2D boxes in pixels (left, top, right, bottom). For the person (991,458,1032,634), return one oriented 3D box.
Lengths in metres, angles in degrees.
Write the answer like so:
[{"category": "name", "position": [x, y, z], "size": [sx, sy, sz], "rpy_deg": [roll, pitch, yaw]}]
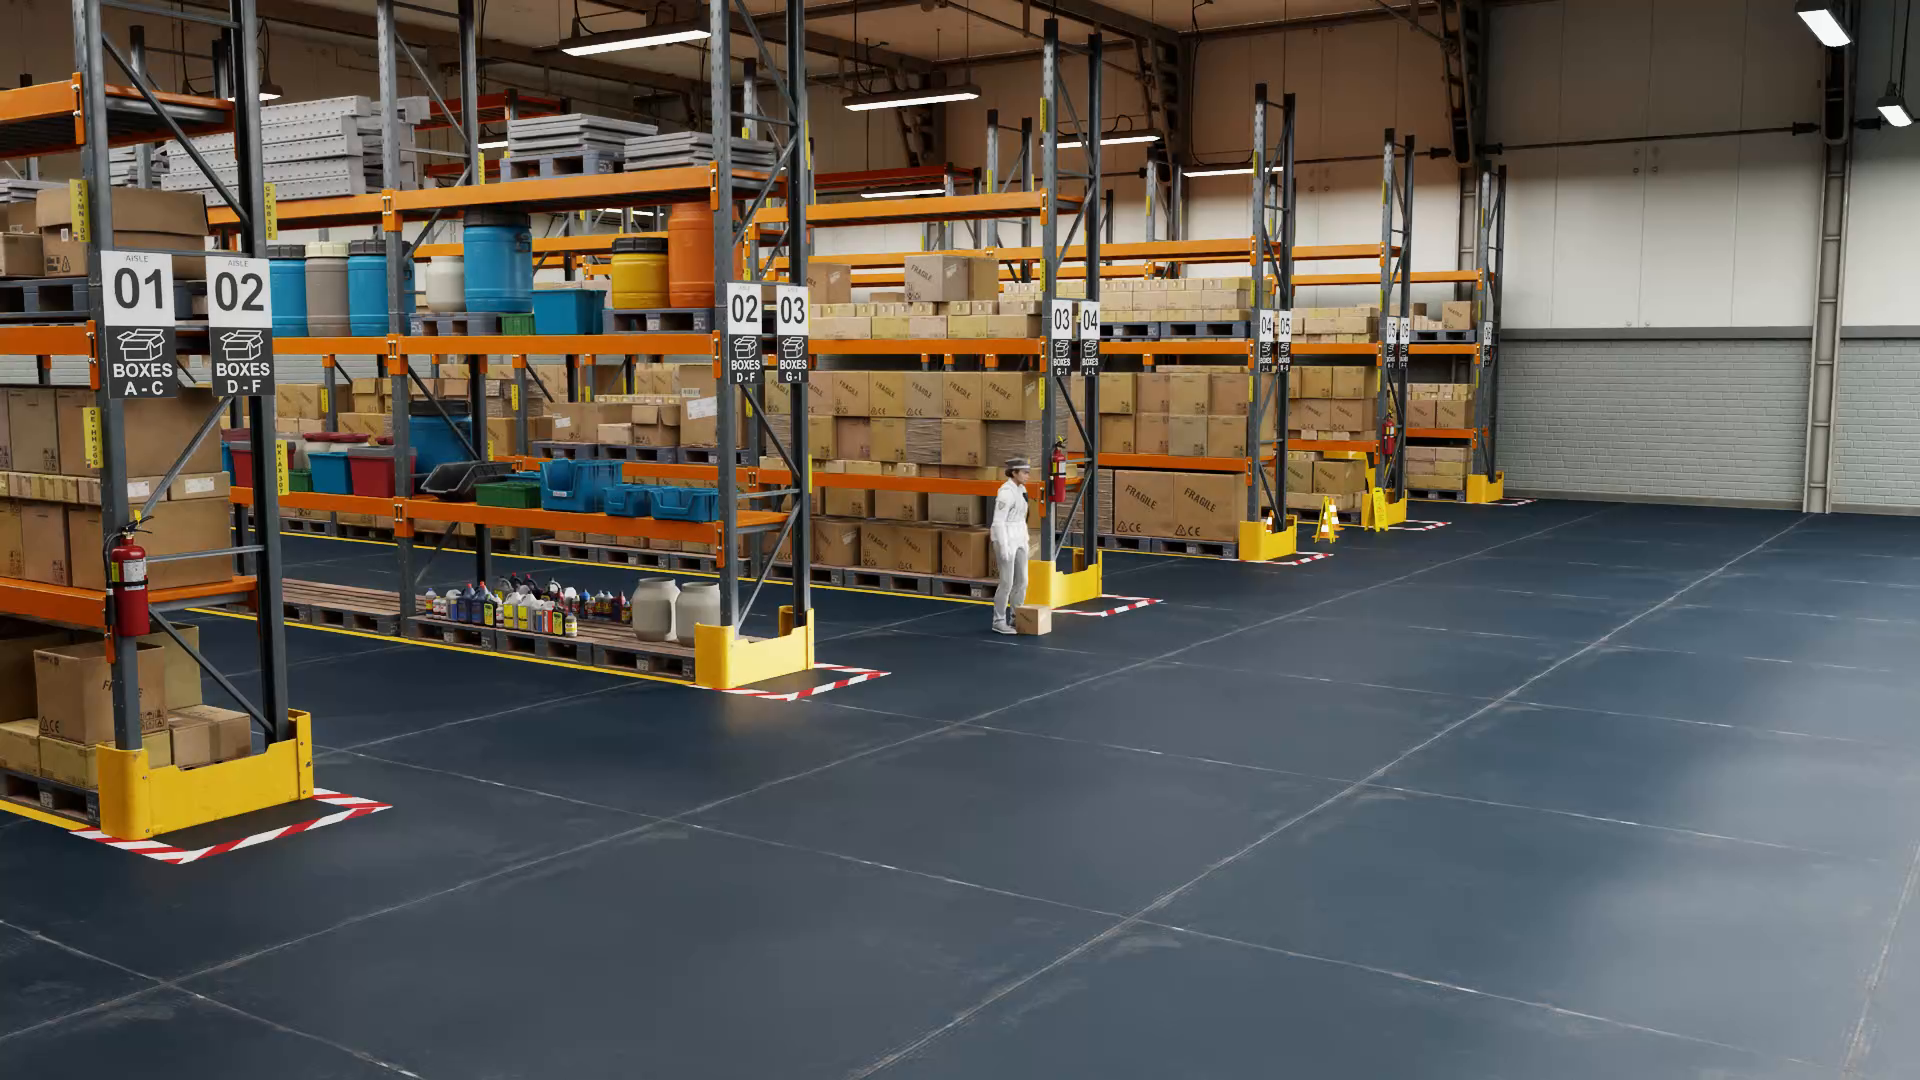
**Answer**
[{"category": "person", "position": [0.519, 0.042, 15.913], "size": [0.410, 1.666, 0.547], "rpy_deg": [4, 7, 30]}]
